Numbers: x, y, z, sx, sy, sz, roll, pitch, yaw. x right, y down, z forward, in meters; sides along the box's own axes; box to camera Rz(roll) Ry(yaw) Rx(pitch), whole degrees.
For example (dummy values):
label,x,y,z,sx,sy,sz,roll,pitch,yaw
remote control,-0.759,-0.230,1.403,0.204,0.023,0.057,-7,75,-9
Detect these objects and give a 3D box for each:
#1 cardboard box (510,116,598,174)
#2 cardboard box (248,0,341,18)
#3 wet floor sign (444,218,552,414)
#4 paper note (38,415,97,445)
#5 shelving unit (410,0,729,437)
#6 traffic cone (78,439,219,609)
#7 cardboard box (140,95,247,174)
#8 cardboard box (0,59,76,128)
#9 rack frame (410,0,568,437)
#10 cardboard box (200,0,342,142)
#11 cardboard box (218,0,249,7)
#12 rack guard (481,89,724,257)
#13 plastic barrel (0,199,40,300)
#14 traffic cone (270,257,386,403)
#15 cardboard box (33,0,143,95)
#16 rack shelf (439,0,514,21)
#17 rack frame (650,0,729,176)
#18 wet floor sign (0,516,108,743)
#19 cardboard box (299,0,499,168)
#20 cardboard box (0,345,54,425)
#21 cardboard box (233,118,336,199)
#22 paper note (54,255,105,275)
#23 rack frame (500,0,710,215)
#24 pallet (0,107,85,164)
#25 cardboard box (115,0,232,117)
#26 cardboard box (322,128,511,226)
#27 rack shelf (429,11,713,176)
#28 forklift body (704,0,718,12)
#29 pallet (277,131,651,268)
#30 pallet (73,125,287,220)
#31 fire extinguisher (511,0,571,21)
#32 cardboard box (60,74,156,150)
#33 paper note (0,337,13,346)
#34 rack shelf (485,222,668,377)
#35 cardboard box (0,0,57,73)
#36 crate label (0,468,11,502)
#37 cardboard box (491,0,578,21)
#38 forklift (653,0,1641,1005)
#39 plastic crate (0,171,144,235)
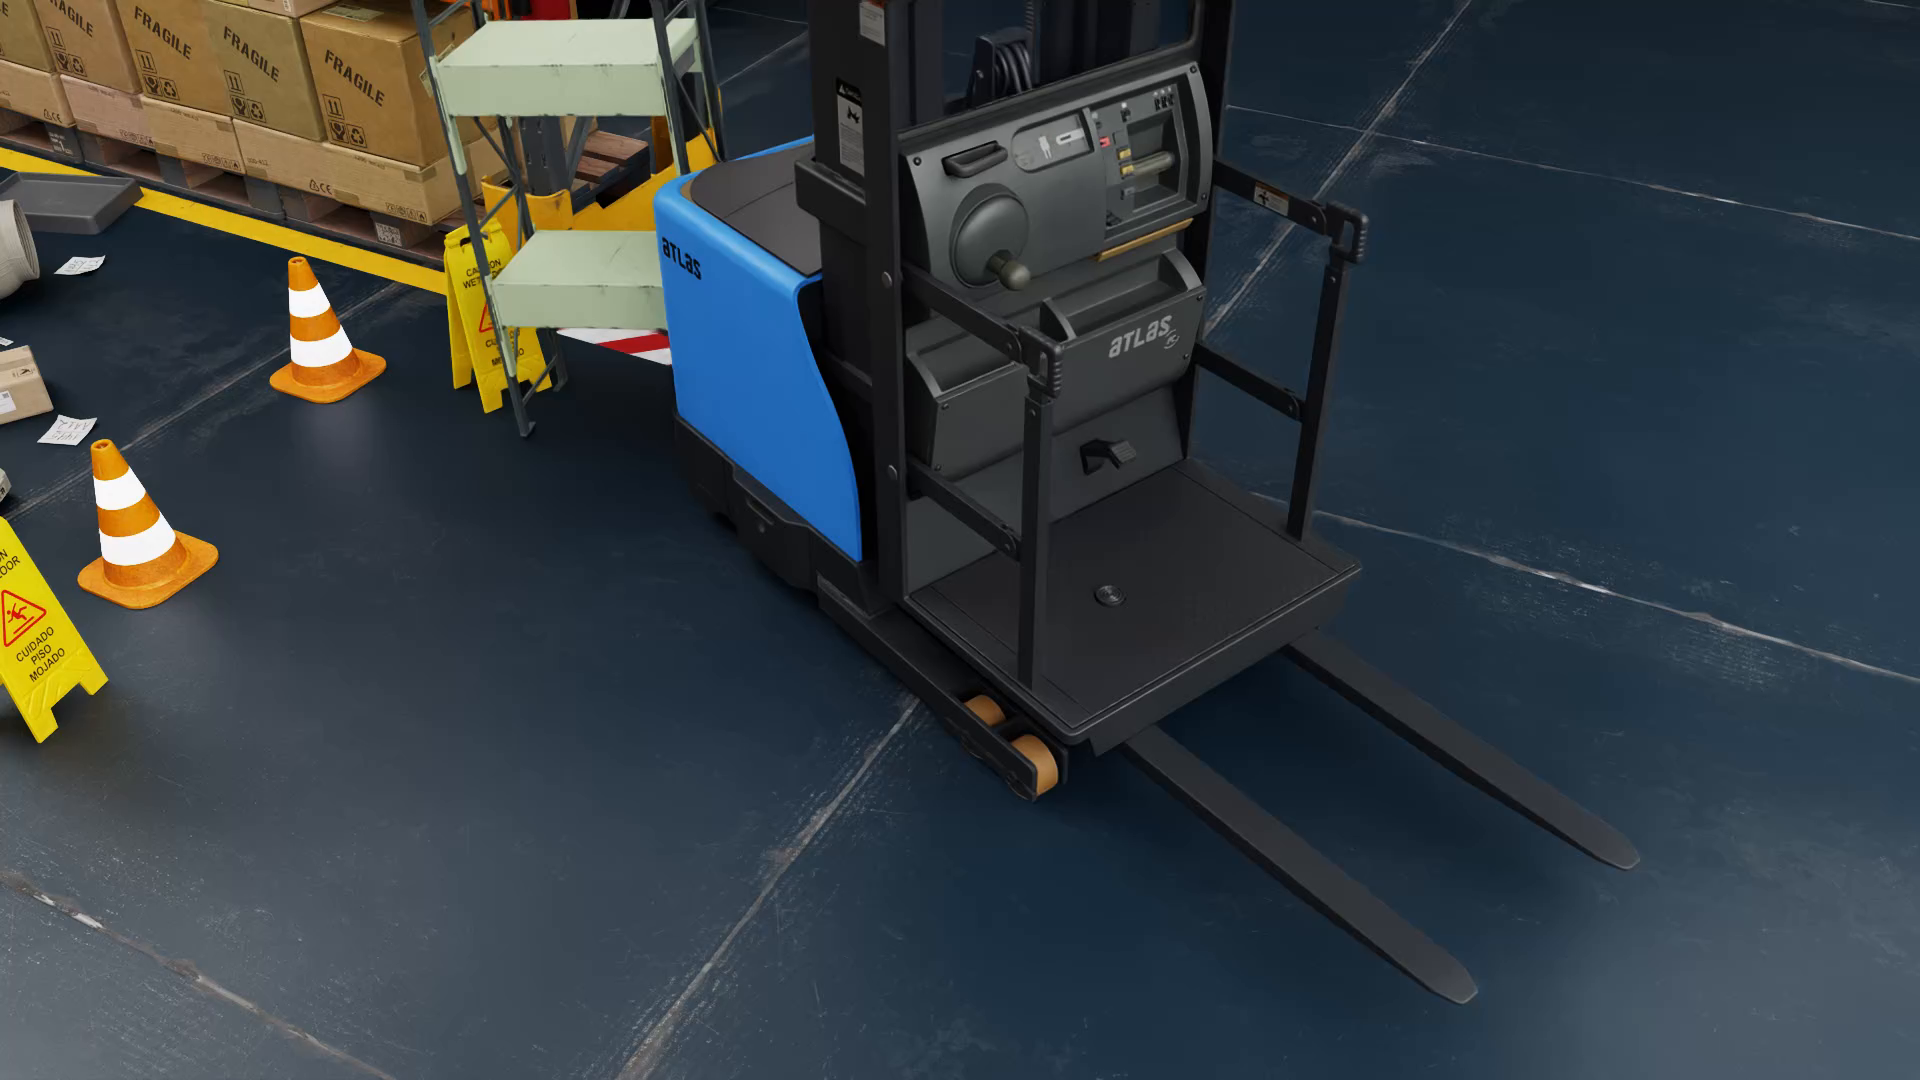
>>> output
label,x,y,z,sx,sy,sz,roll,pitch,yaw
cardboard box,-1.907,-1.814,7.086,0.500,0.250,0.500,17,40,21
cardboard box,-2.506,-2.147,6.368,0.250,0.149,0.380,19,41,23
wet floor sign,-1.641,-0.804,5.776,0.267,0.644,0.232,-29,46,-33
paper note,-3.073,-0.381,5.727,0.142,0.019,0.148,4,37,6
shelving unit,-1.150,-1.065,5.362,0.755,1.500,0.431,2,36,10
traffic cone,-2.502,-0.096,4.993,0.334,0.463,0.336,17,41,21
cardboard box,-3.083,-1.813,7.084,0.500,0.250,0.500,16,40,20
cardboard box,-3.991,-2.102,7.466,0.500,0.250,0.500,20,41,24
rack frame,-1.510,-1.080,5.425,0.023,1.500,0.400,2,36,10
cardboard box,-2.614,-1.966,6.666,0.500,0.500,0.500,19,41,23
cardboard box,-2.728,-2.219,6.462,0.250,0.149,0.380,18,41,22
rack guard,-1.385,-1.395,6.674,0.348,0.500,1.175,17,41,21
plastic barrel,-3.848,-1.105,6.355,0.512,0.421,0.421,-14,39,-18
traffic cone,-2.293,-0.786,5.903,0.334,0.463,0.336,17,41,21
cardboard box,-3.530,-2.256,7.047,0.500,0.500,0.500,20,41,24
rack shelf,-3.094,-2.639,6.841,4.000,0.370,1.077,17,41,21
rack frame,-0.790,-1.050,5.299,0.023,1.500,0.400,2,36,10
wet floor sign,-2.568,0.199,4.454,0.232,0.644,0.267,11,38,14
cardboard box,-2.149,-1.823,6.477,0.500,0.500,0.500,18,41,22
cardboard box,-3.410,-0.514,5.804,0.380,0.149,0.250,-21,42,-25
cardboard box,-2.616,-1.670,6.896,0.500,0.250,0.500,18,41,22
paper note,-3.536,-1.109,6.686,0.148,0.019,0.142,4,37,6
rack frame,-1.318,-2.369,5.891,0.127,3.000,1.000,17,41,21
pallet,-4.257,-2.203,7.978,1.213,0.211,1.003,17,41,21
cardboard box,-3.059,-2.110,6.856,0.500,0.500,0.500,16,40,20
cardboard box,-2.181,-1.529,6.710,0.500,0.250,0.500,17,40,21
rack shelf,-1.176,-1.384,5.138,0.720,0.370,0.431,2,36,10
forklift body,-1.561,-4.245,9.064,1.214,2.155,2.313,17,41,21
pallet,-2.091,-1.525,7.084,1.213,0.211,1.003,17,41,21
pallet,-3.170,-1.865,7.532,1.213,0.211,1.003,17,41,21
fire extinguisher,-1.428,-2.059,5.546,0.183,0.674,0.296,17,41,21
cardboard box,-3.519,-1.956,7.273,0.500,0.250,0.500,17,40,21
paper note,-3.600,-0.749,6.229,0.123,0.001,0.032,17,41,21
rack shelf,-1.129,-0.799,5.548,0.720,0.370,0.431,2,36,10
cardboard box,-3.989,-2.401,7.239,0.500,0.500,0.500,19,41,23
crate label,-3.228,-0.151,5.336,0.298,0.136,0.250,-2,37,-2
cardboard box,-1.928,-2.119,6.868,0.500,0.500,0.500,16,40,20
forklift,0.396,-0.834,3.924,1.130,2.935,3.031,-26,44,-30
plastic crate,-3.853,-1.442,7.083,0.583,0.080,0.402,4,37,6
